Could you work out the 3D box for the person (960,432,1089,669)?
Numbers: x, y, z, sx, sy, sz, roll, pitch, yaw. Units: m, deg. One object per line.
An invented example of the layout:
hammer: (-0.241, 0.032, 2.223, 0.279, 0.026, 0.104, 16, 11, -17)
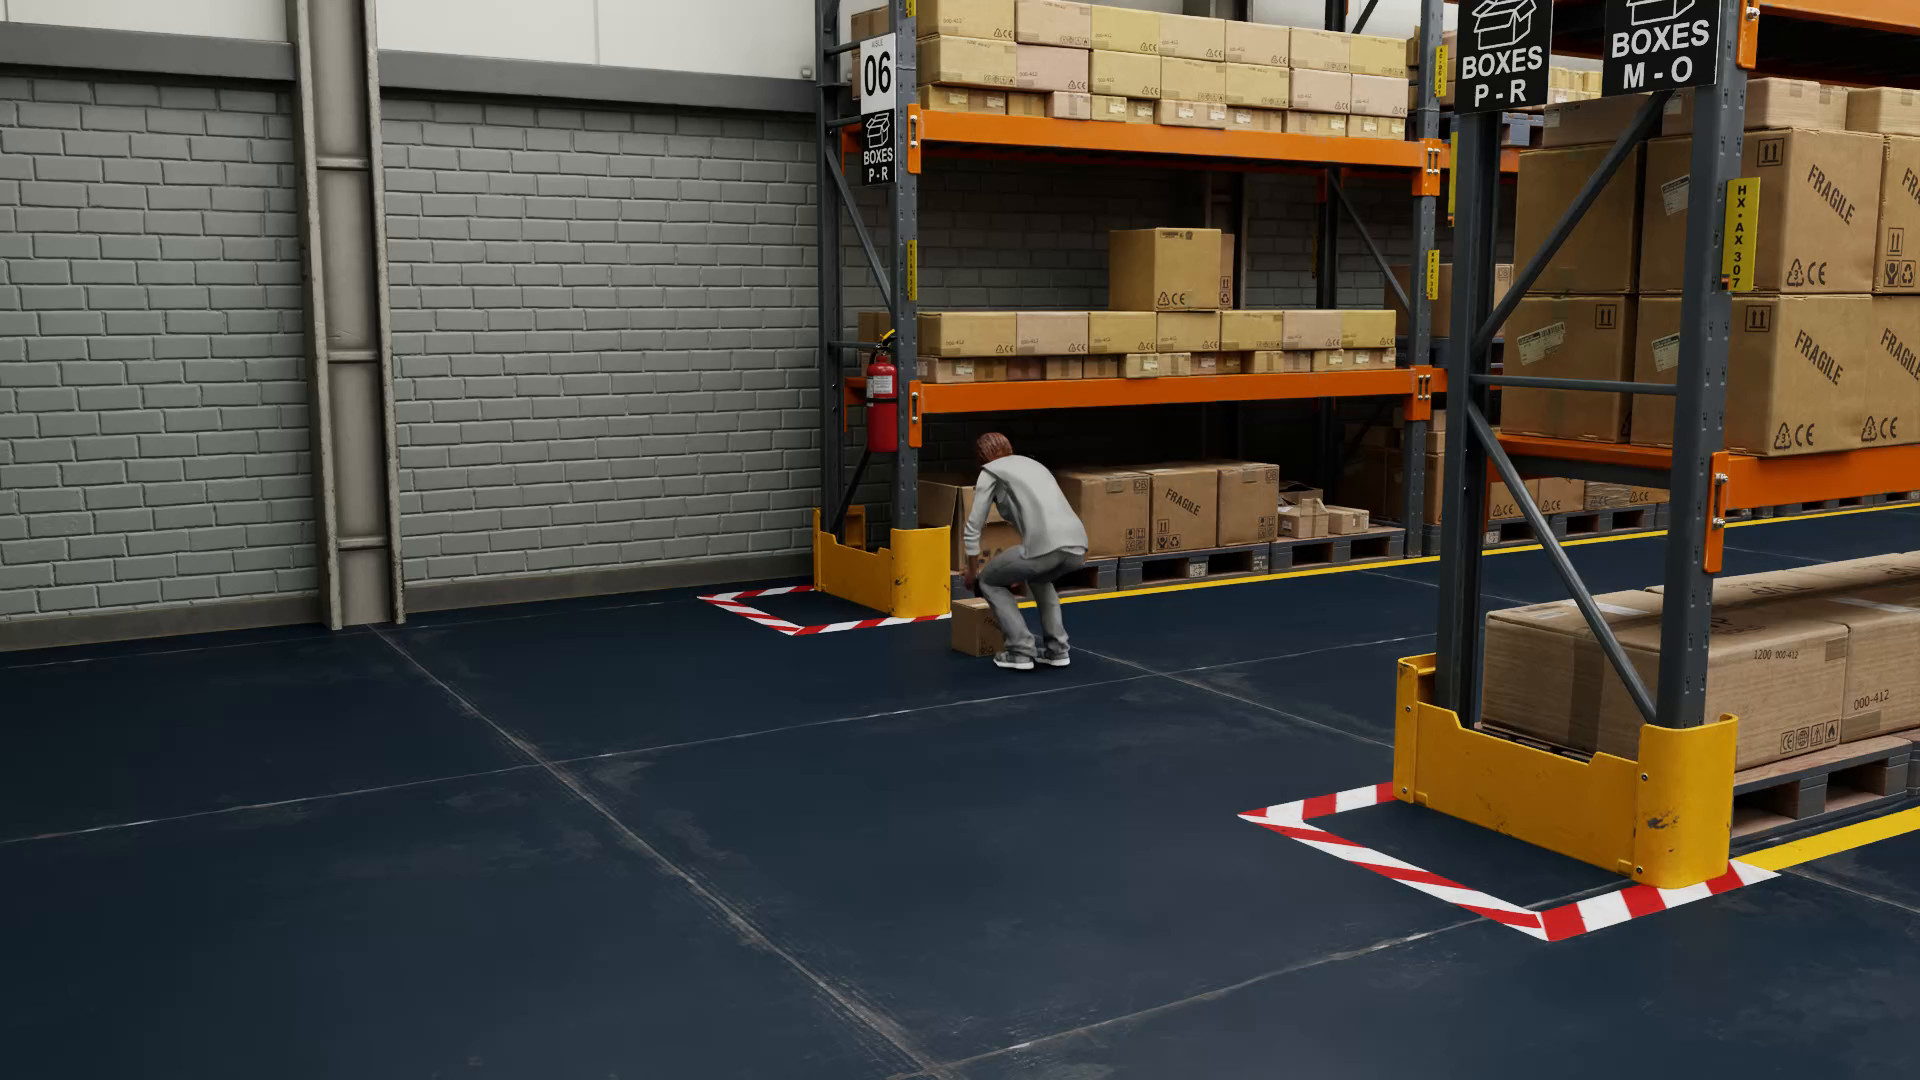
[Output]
person: (0.300, 0.058, 8.096, 0.463, 1.130, 0.736, -5, 10, -31)
